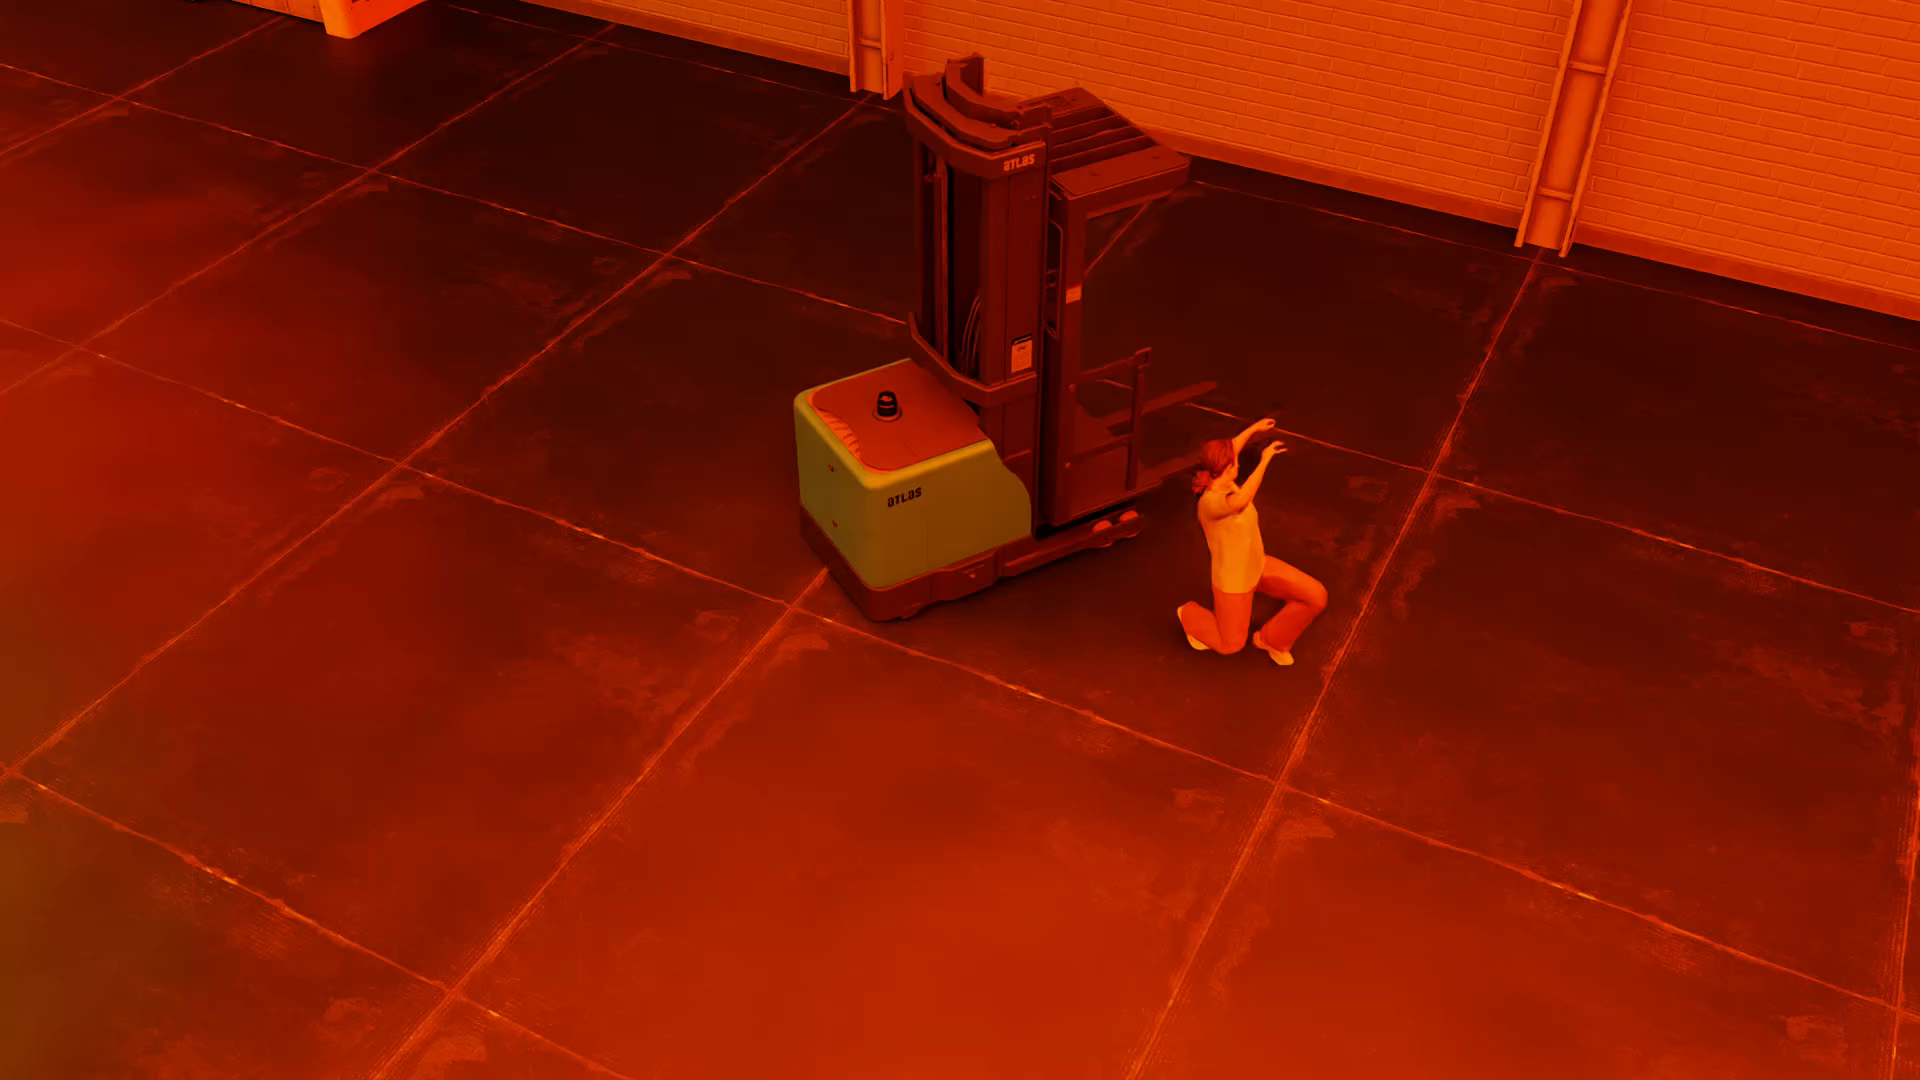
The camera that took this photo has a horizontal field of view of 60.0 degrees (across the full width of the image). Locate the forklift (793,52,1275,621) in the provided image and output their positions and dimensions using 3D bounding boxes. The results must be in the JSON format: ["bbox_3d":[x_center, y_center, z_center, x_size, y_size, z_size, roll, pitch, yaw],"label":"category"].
[{"bbox_3d":[0.558,-1.349,9.588,3.031,2.935,1.130,-20,44,-22],"label":"forklift"}]

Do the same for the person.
[{"bbox_3d":[1.721,-0.041,9.122,0.820,1.386,0.978,26,46,27],"label":"person"}]
